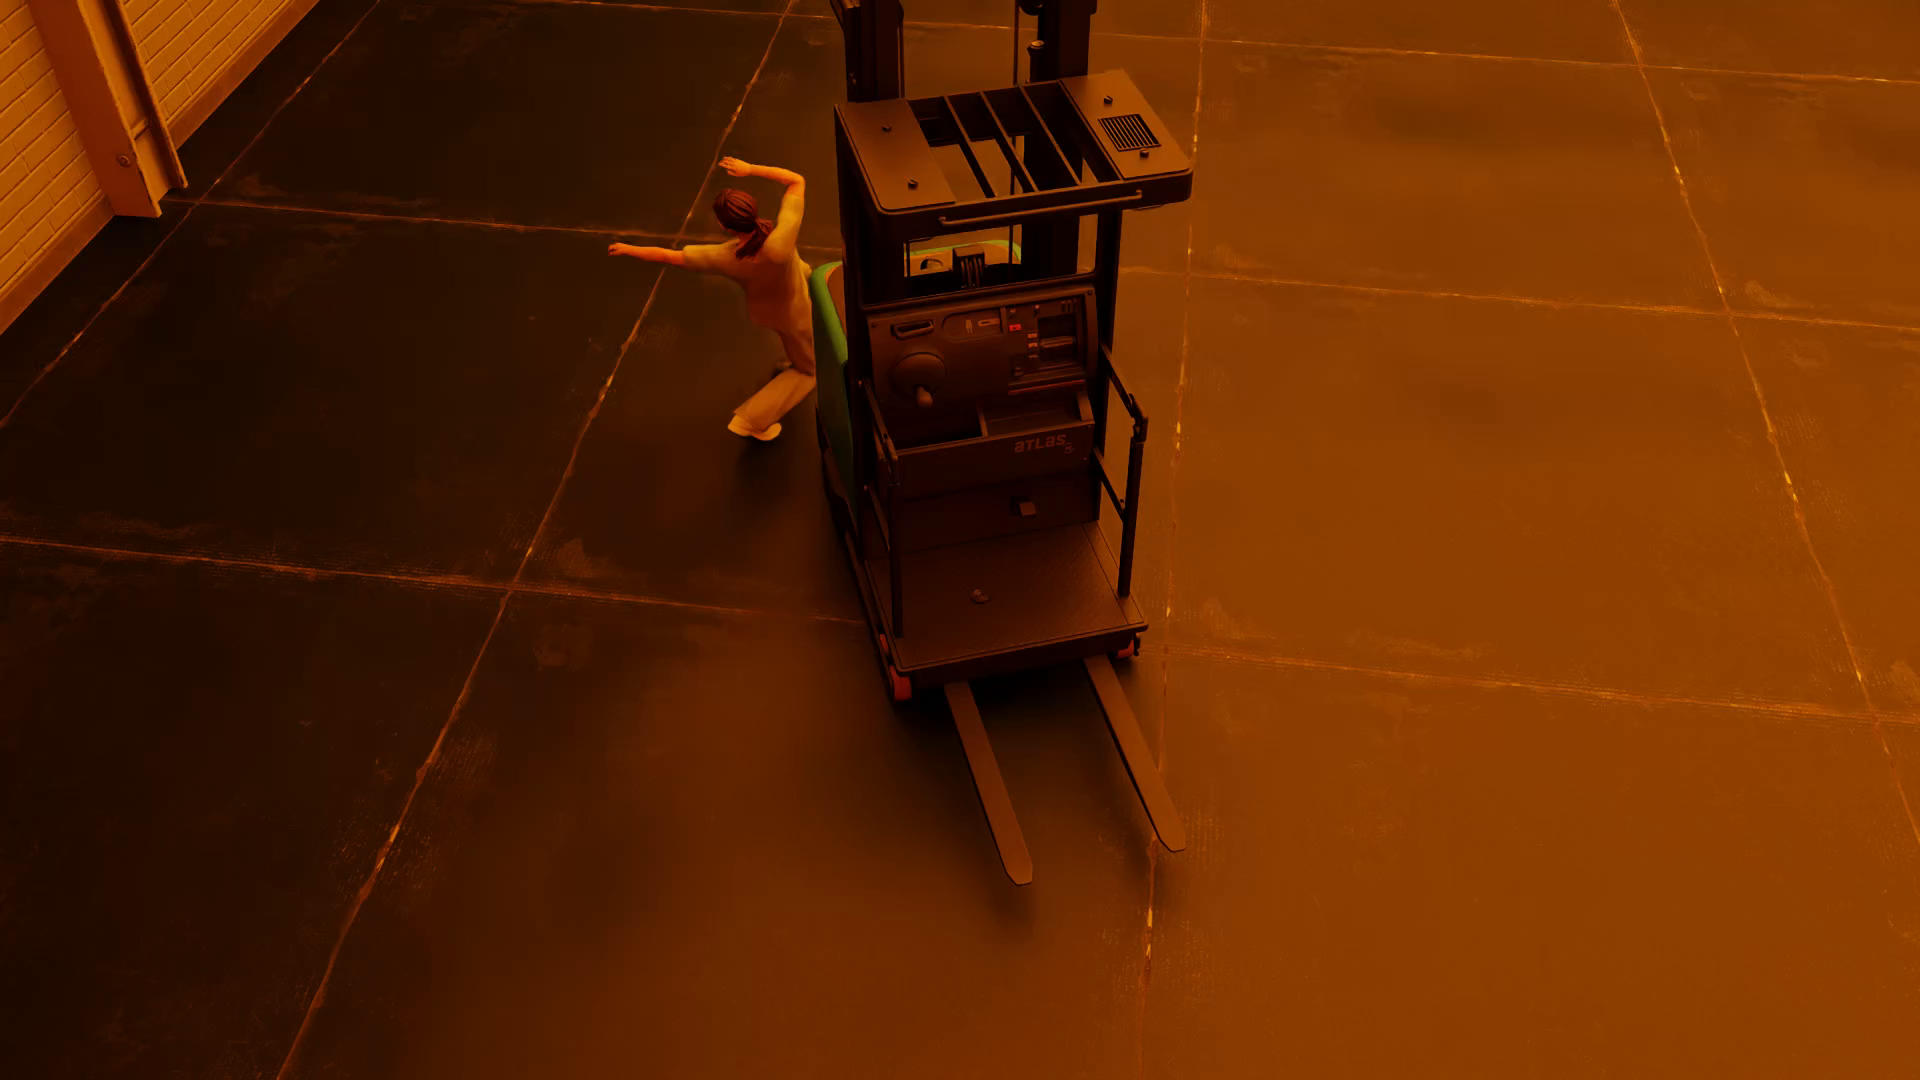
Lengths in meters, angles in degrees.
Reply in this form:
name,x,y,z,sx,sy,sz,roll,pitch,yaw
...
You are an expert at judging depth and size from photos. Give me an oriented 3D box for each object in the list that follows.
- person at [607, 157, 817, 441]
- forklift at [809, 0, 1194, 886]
name,x,y,z,sx,sy,sz,roll,pitch,yaw
person,-1.138,-1.272,8.257,0.962,1.402,0.880,15,45,16
forklift,0.153,-0.681,6.465,1.130,2.935,3.031,-10,44,-11
